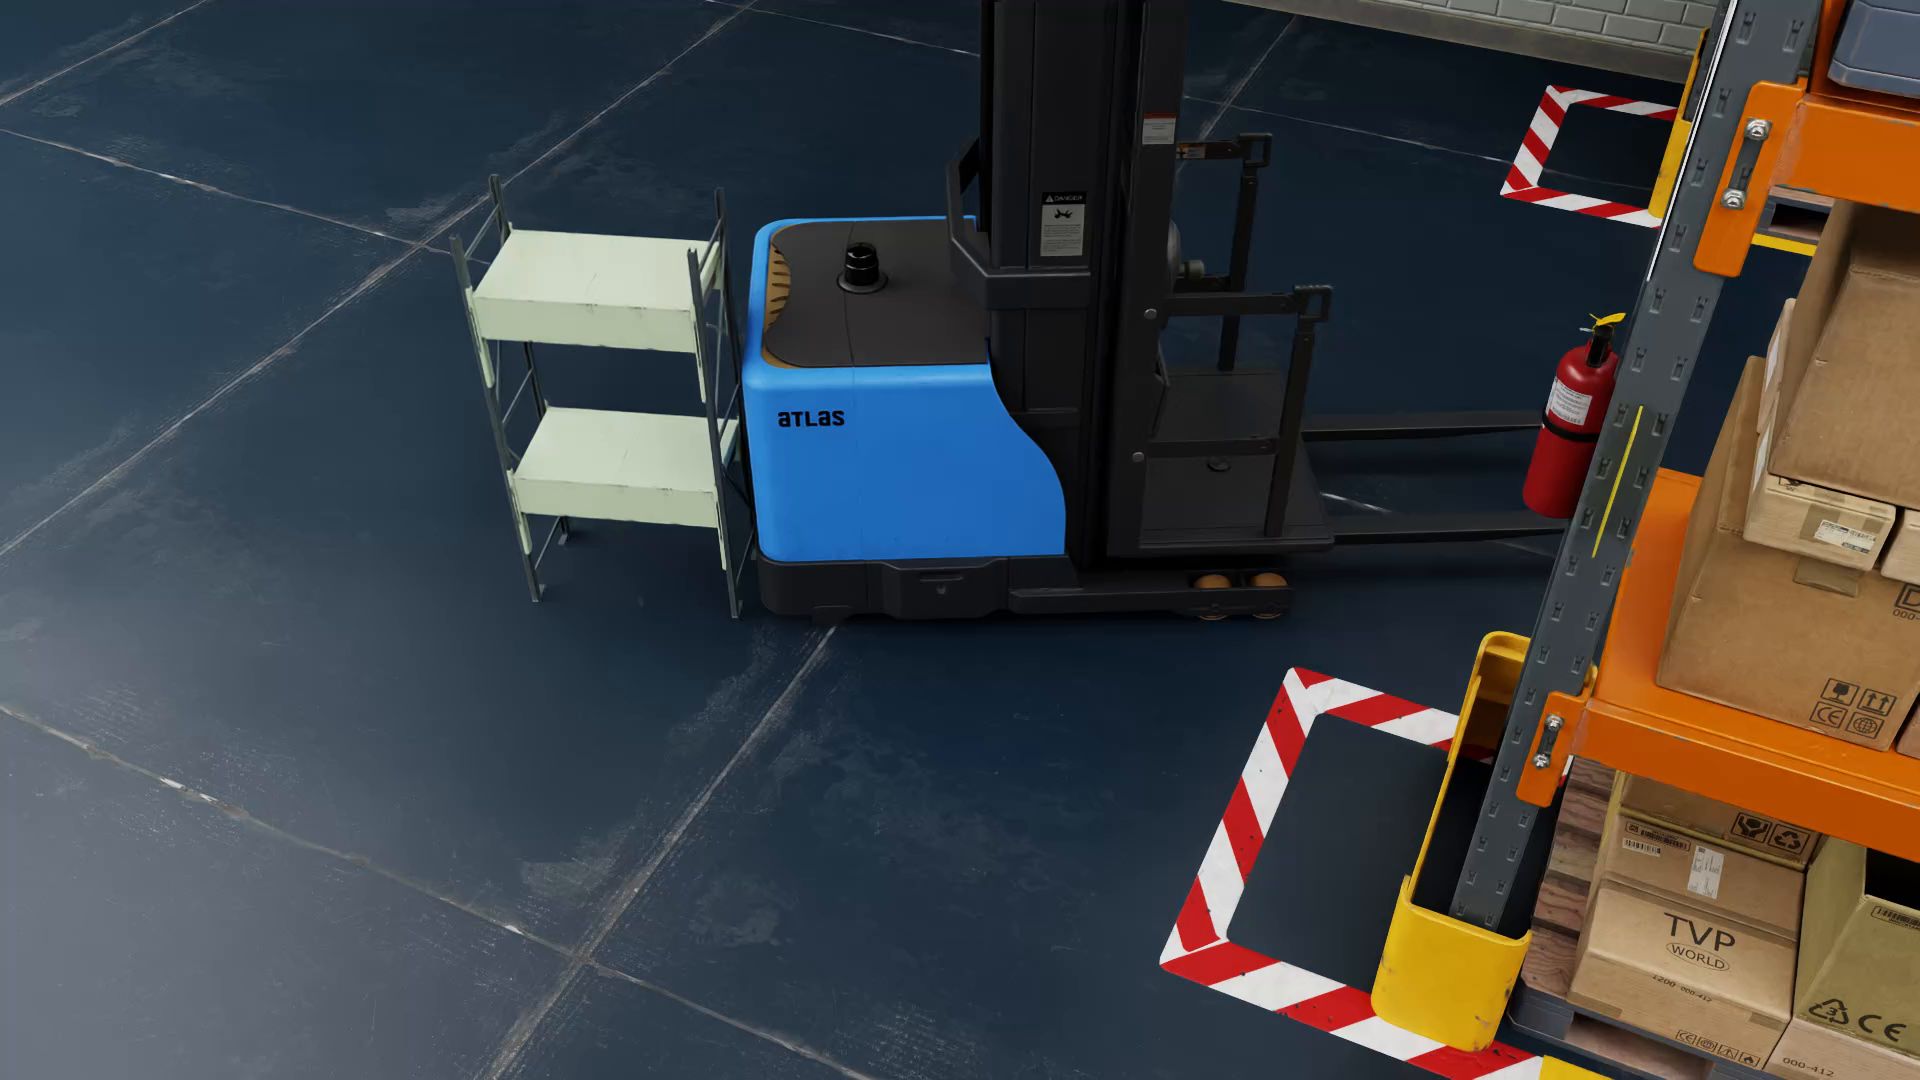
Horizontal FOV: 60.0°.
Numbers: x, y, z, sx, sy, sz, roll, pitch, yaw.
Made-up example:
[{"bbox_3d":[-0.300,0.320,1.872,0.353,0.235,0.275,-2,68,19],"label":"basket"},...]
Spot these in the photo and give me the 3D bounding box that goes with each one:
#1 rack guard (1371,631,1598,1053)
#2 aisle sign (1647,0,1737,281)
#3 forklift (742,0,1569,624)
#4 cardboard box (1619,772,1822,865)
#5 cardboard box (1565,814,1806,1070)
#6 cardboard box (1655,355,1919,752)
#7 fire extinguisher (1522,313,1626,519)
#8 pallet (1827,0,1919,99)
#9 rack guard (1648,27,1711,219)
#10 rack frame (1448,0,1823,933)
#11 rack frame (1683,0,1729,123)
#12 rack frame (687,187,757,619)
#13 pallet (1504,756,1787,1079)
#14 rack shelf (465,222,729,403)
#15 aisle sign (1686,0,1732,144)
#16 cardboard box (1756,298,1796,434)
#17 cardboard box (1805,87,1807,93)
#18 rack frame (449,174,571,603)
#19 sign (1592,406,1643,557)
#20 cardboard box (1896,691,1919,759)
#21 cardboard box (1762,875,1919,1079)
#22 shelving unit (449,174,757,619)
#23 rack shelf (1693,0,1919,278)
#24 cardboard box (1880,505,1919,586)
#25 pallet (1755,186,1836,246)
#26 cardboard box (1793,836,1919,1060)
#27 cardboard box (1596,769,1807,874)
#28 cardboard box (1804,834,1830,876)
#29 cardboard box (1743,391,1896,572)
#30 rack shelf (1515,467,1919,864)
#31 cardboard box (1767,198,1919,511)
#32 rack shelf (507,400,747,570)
[{"bbox_3d":[1.550,0.853,4.885,0.348,0.500,1.175,17,44,19],"label":"rack guard"},{"bbox_3d":[1.382,-0.904,3.018,0.004,0.787,0.394,17,44,19],"label":"aisle sign"},{"bbox_3d":[0.789,-1.169,5.361,3.031,2.935,1.130,-2,41,-2],"label":"forklift"},{"bbox_3d":[2.183,0.483,4.608,0.500,0.500,0.500,17,44,19],"label":"cardboard box"},{"bbox_3d":[1.963,1.075,4.498,0.500,0.250,0.500,17,44,19],"label":"cardboard box"},{"bbox_3d":[1.989,0.014,3.868,0.500,0.500,0.700,17,44,19],"label":"cardboard box"},{"bbox_3d":[1.661,-0.365,4.440,0.183,0.674,0.296,17,44,19],"label":"fire extinguisher"},{"bbox_3d":[2.201,-0.974,2.861,1.213,0.211,1.003,17,44,19],"label":"pallet"},{"bbox_3d":[3.731,-2.061,8.246,0.348,0.500,1.175,17,44,19],"label":"rack guard"},{"bbox_3d":[1.571,-0.085,4.058,0.127,3.000,1.000,17,44,19],"label":"rack frame"},{"bbox_3d":[3.662,-3.027,7.452,0.127,3.000,1.000,17,44,19],"label":"rack frame"},{"bbox_3d":[-0.779,-0.416,5.584,0.023,1.500,0.400,4,41,5],"label":"rack frame"},{"bbox_3d":[2.282,1.155,4.756,1.213,0.211,1.003,17,44,19],"label":"pallet"},{"bbox_3d":[-1.143,-0.738,5.361,0.720,0.370,0.431,4,41,5],"label":"rack shelf"},{"bbox_3d":[1.636,-1.260,3.429,0.004,0.787,0.394,17,44,19],"label":"aisle sign"},{"bbox_3d":[1.998,-0.376,3.822,0.250,0.149,0.380,16,44,18],"label":"cardboard box"},{"bbox_3d":[4.251,-1.932,7.906,0.500,0.311,0.500,12,42,14],"label":"cardboard box"},{"bbox_3d":[-1.506,-0.471,5.648,0.023,1.500,0.400,4,41,5],"label":"rack frame"},{"bbox_3d":[1.331,-0.115,3.371,0.005,0.325,0.100,17,44,19],"label":"sign"},{"bbox_3d":[2.467,0.156,3.703,0.500,0.500,0.700,18,44,20],"label":"cardboard box"},{"bbox_3d":[2.418,1.212,4.341,0.500,0.250,0.500,17,44,19],"label":"cardboard box"},{"bbox_3d":[-1.143,-0.443,5.616,0.755,1.500,0.431,4,41,5],"label":"shelving unit"},{"bbox_3d":[3.384,-0.393,2.673,4.000,0.370,1.077,17,44,19],"label":"rack shelf"},{"bbox_3d":[2.076,-0.060,3.458,0.250,0.149,0.380,16,43,18],"label":"cardboard box"},{"bbox_3d":[4.453,-1.706,8.057,1.213,0.211,1.003,17,44,19],"label":"pallet"},{"bbox_3d":[2.417,0.929,4.094,0.500,0.500,0.500,17,44,19],"label":"cardboard box"},{"bbox_3d":[2.182,0.768,4.852,0.500,0.250,0.500,17,44,19],"label":"cardboard box"},{"bbox_3d":[2.640,0.899,4.701,0.500,0.250,0.500,17,44,19],"label":"cardboard box"},{"bbox_3d":[1.836,-0.132,3.540,0.250,0.149,0.380,17,44,18],"label":"cardboard box"},{"bbox_3d":[3.384,0.740,3.655,4.000,0.370,1.077,17,44,19],"label":"rack shelf"},{"bbox_3d":[2.037,-0.462,3.426,0.500,0.500,0.700,17,44,19],"label":"cardboard box"},{"bbox_3d":[-1.143,-0.197,5.830,0.720,0.370,0.431,4,41,5],"label":"rack shelf"}]
